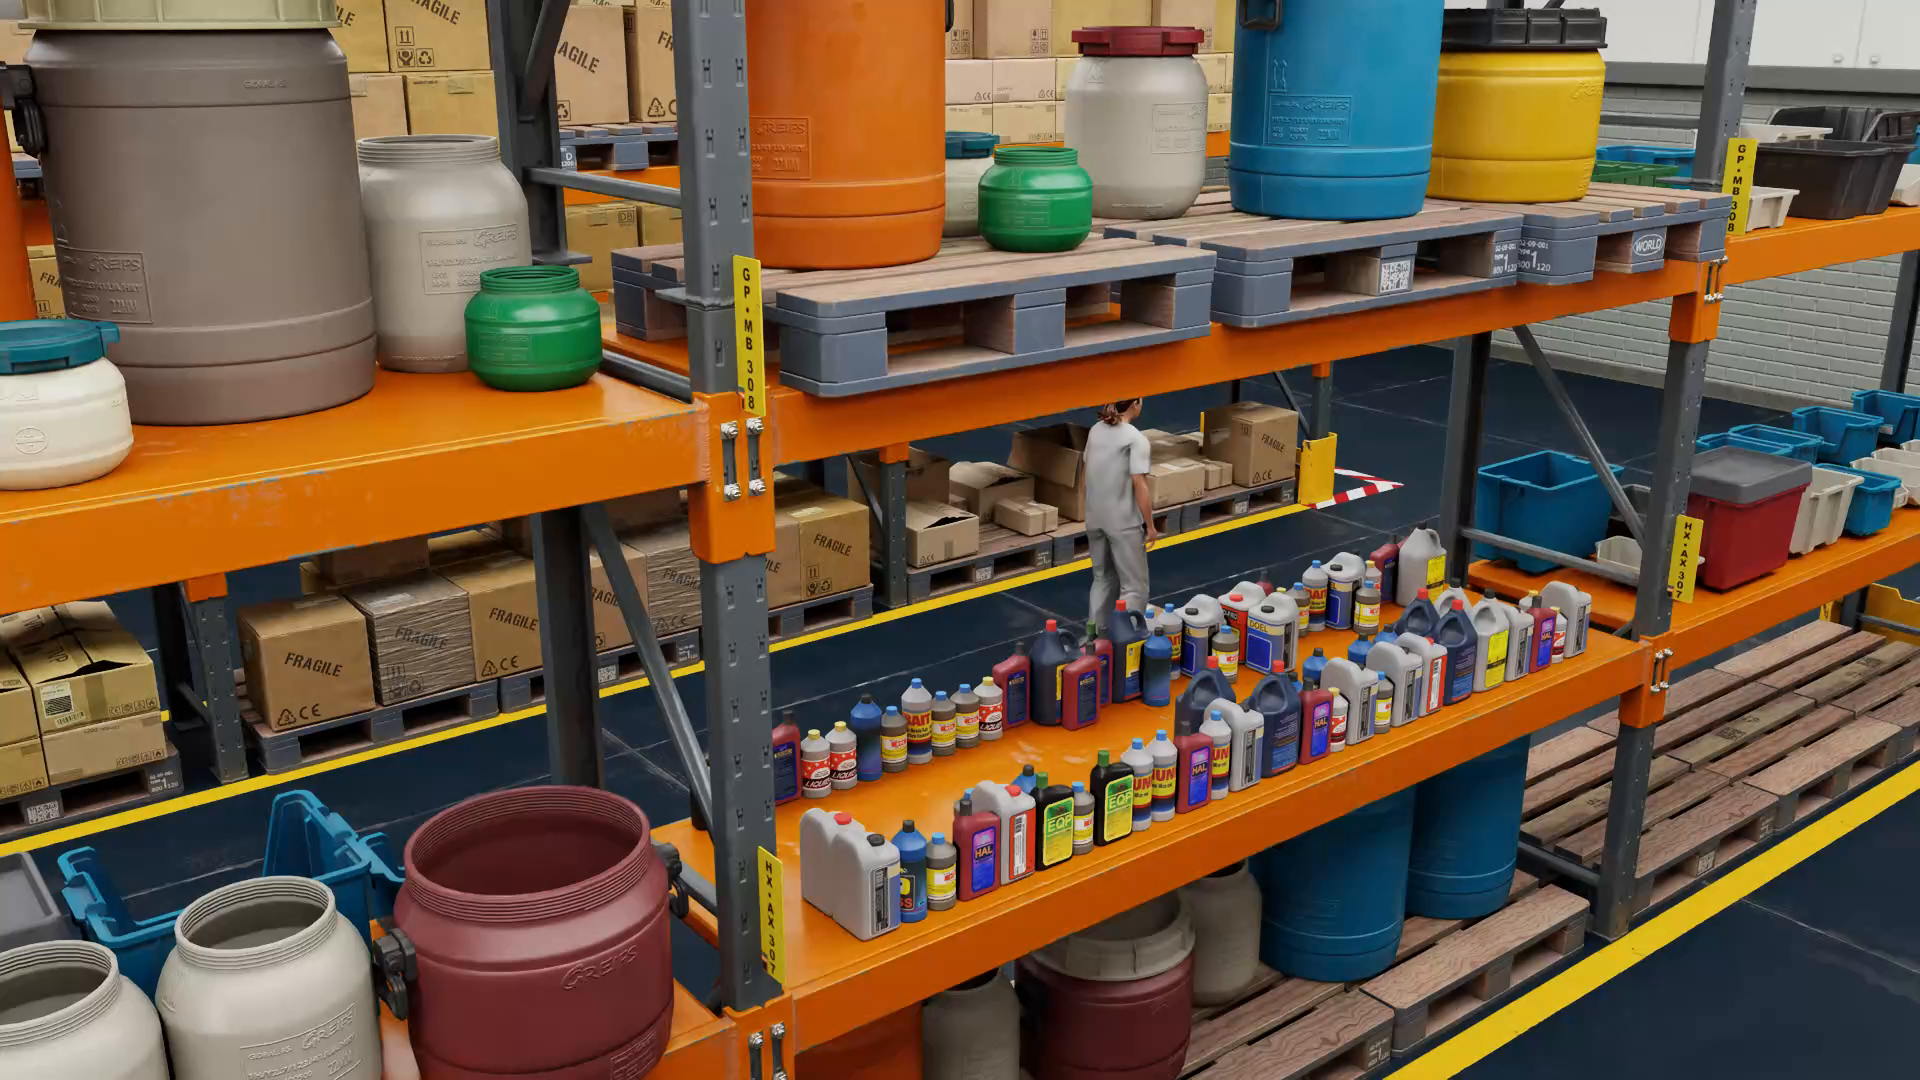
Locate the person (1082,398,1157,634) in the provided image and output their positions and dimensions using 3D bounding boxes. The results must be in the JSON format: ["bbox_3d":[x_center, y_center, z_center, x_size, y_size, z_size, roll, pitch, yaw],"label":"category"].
[{"bbox_3d":[0.892,-0.089,9.333,0.350,1.673,0.513,-15,23,-39],"label":"person"}]
